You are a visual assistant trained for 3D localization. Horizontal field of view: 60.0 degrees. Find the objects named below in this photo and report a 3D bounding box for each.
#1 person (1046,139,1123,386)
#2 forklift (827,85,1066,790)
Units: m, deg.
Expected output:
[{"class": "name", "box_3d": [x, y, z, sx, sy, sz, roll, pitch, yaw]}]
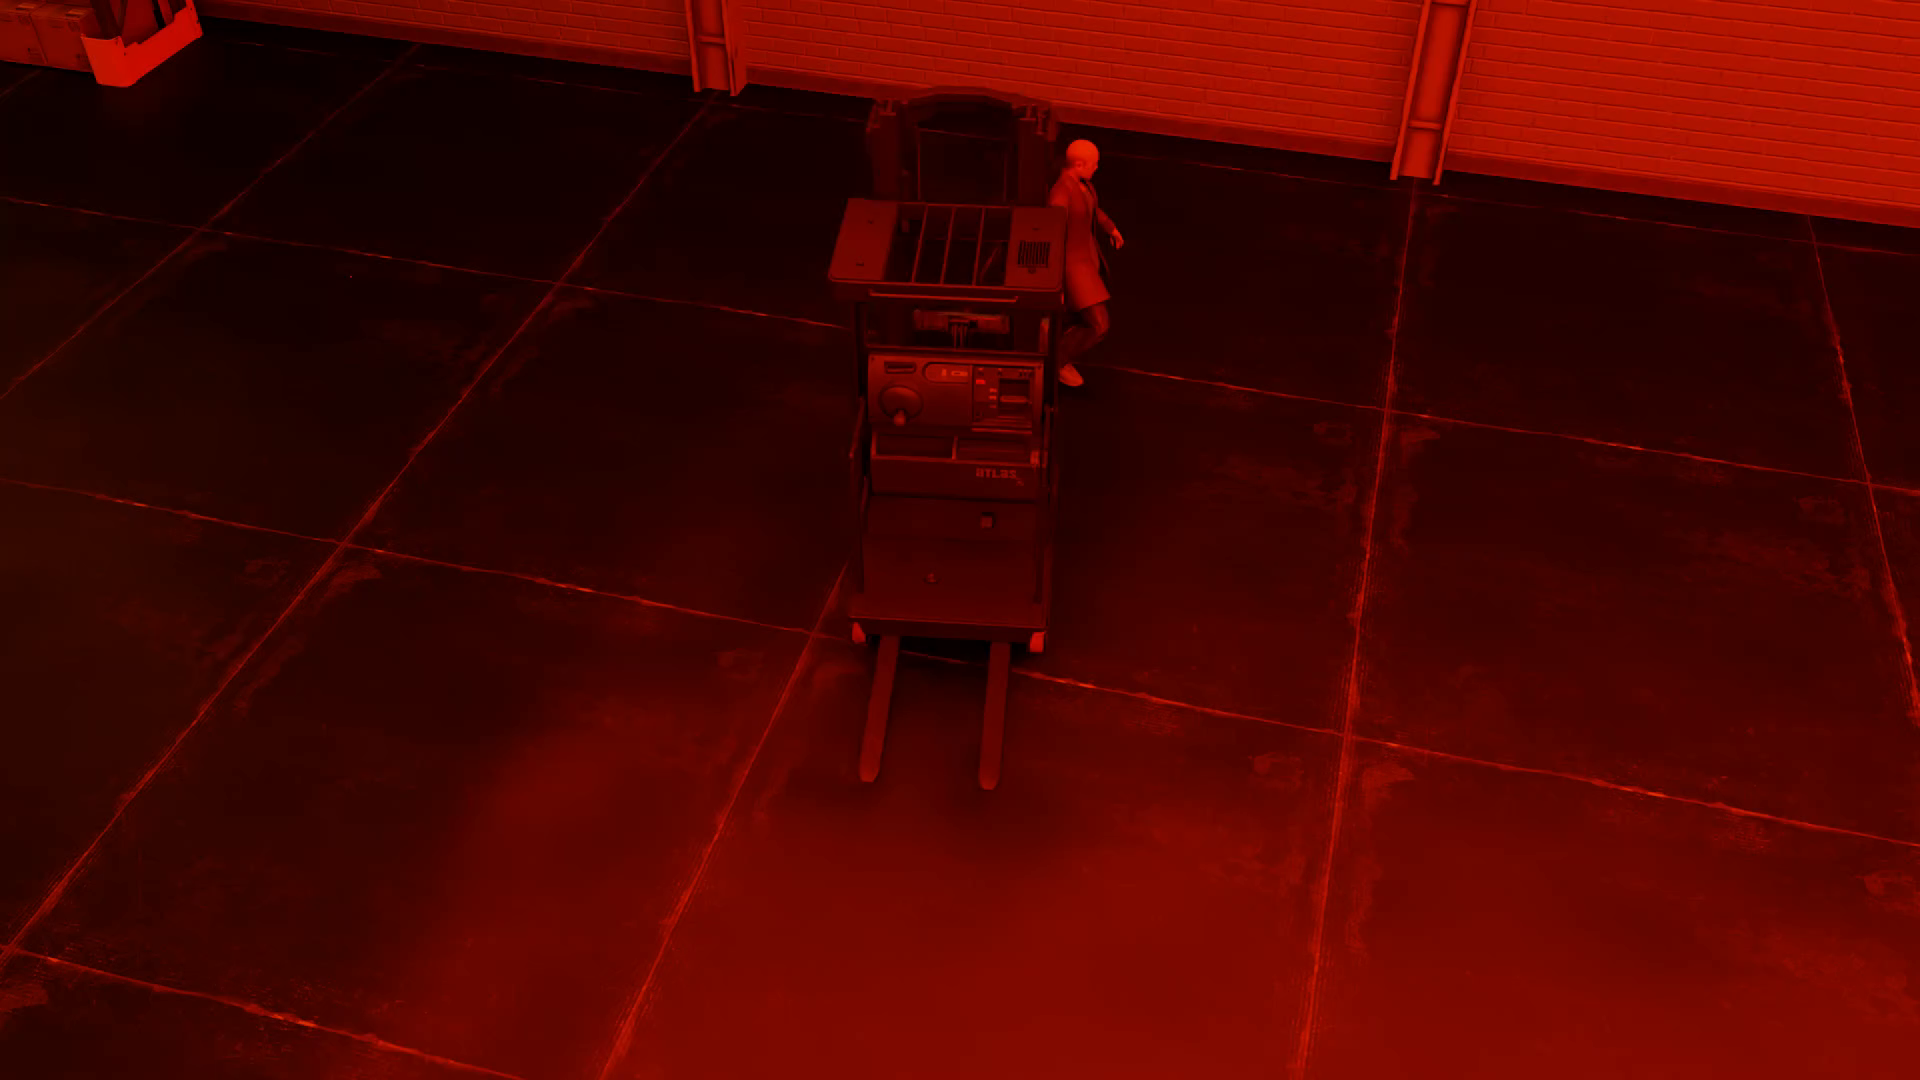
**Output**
[{"class": "person", "box_3d": [0.767, -1.841, 10.944, 0.636, 1.663, 0.976, 14, 43, 15]}, {"class": "forklift", "box_3d": [-0.040, -0.699, 8.659, 1.130, 2.935, 3.031, 3, 41, 4]}]
